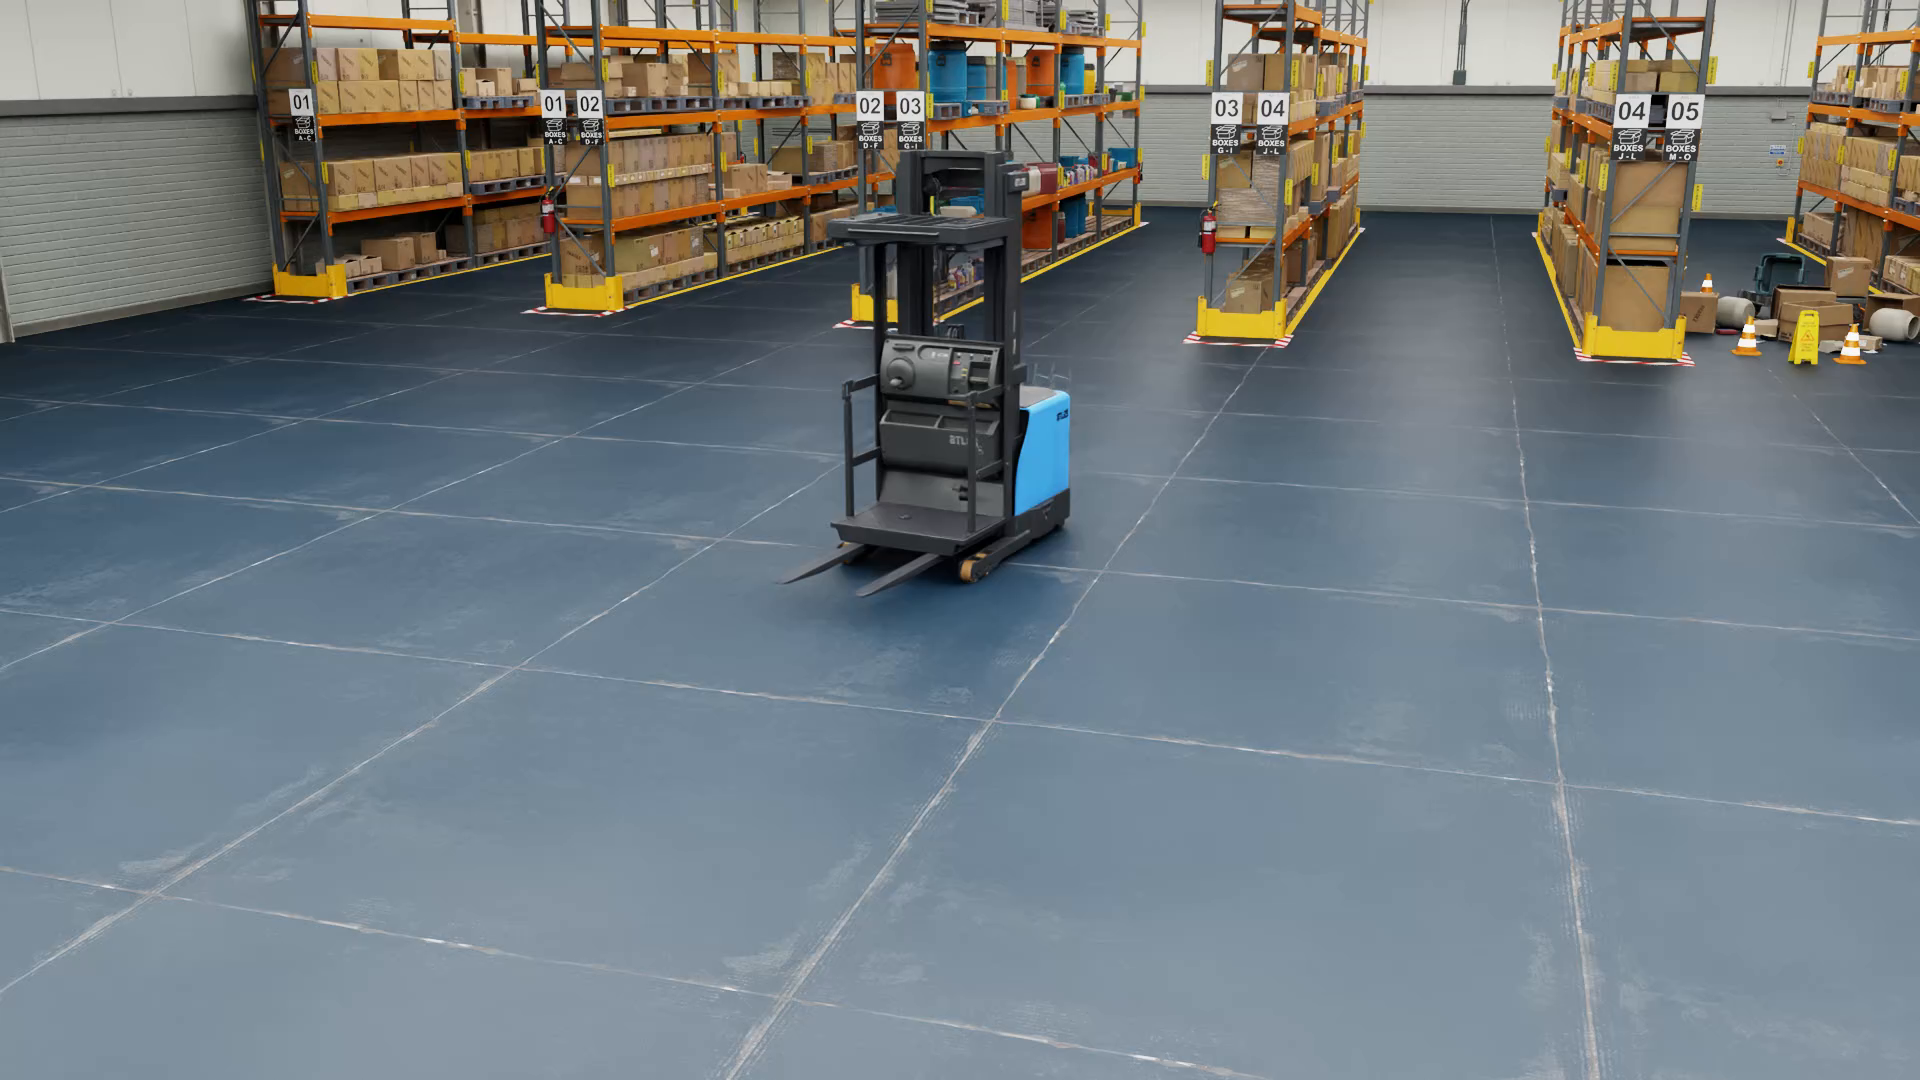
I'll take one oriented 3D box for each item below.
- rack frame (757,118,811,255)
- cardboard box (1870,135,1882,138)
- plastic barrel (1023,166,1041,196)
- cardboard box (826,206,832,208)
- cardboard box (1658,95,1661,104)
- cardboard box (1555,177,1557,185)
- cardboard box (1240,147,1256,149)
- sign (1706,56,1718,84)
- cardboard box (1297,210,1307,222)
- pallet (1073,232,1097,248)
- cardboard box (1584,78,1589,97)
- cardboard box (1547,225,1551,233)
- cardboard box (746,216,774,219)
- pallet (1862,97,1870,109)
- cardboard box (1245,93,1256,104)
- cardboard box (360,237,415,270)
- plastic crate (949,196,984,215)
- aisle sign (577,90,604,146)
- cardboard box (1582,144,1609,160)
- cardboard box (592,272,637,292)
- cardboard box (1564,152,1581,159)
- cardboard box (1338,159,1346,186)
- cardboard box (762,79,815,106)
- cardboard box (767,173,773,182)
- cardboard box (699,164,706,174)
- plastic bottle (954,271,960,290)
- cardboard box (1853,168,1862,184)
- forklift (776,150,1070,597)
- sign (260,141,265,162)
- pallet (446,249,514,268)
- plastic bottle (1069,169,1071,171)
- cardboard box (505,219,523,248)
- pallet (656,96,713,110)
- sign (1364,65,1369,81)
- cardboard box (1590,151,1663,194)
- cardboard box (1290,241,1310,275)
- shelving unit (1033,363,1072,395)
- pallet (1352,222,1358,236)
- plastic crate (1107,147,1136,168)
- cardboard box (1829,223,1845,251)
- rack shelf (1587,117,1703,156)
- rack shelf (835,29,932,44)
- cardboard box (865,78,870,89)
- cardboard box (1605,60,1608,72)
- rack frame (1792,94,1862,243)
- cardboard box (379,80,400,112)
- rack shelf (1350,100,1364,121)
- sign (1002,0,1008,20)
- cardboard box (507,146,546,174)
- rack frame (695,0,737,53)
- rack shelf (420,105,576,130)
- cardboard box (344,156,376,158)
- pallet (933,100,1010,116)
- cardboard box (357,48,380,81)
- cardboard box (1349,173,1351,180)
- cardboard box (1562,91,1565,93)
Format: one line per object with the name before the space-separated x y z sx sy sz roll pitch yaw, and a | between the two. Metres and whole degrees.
rack frame | -3.420 -7.073 32.269 1.000 3.000 0.127 5 16 16
cardboard box | 17.083 -7.217 30.760 0.500 0.500 0.500 5 17 16
plastic barrel | 1.241 -6.456 29.889 0.421 0.512 0.421 0 16 0
cardboard box | -2.944 -6.750 34.906 0.500 0.500 0.500 5 17 17
cardboard box | 9.222 -5.701 21.443 0.380 0.149 0.250 5 16 16
cardboard box | 10.723 -6.336 29.361 0.380 0.149 0.250 4 16 15
cardboard box | 3.860 -5.177 23.025 0.500 0.500 0.500 5 16 16
sign | 9.061 -5.657 20.032 0.100 0.325 0.005 5 16 16
cardboard box | 4.988 -4.858 24.920 0.380 0.149 0.250 5 16 16
pallet | 2.206 -6.194 34.281 1.003 0.211 1.213 5 16 16
cardboard box | 10.099 -7.105 26.097 0.500 0.311 0.500 4 16 15
cardboard box | 11.850 -6.163 32.971 0.380 0.149 0.250 4 16 14
cardboard box | -3.850 -6.108 32.108 0.500 0.311 0.500 5 17 18
pallet | 16.502 -7.689 29.295 0.805 0.209 1.217 4 16 14
cardboard box | 3.770 -5.929 22.285 0.380 0.149 0.250 4 16 14
cardboard box | -9.742 -4.884 28.324 0.700 0.500 0.500 4 16 12
plastic crate | 0.137 -5.259 26.147 0.499 0.251 0.616 5 16 16
aisle sign | -5.418 -6.190 24.391 0.394 0.787 0.004 5 16 16
cardboard box | 10.524 -6.173 27.080 0.700 0.500 0.500 4 16 15
cardboard box | -5.327 -3.982 25.642 0.500 0.250 0.500 5 16 16
cardboard box | 11.807 -7.279 32.267 0.500 0.500 0.500 5 16 16
cardboard box | 7.196 -7.126 32.273 0.500 0.500 0.500 5 17 18
cardboard box | -3.328 -8.681 32.258 0.910 0.500 0.500 5 16 16
cardboard box | -3.860 -6.811 31.509 0.500 0.311 0.500 4 16 15
cardboard box | -4.500 -6.234 27.941 0.380 0.149 0.250 4 16 15
plastic bottle | -0.049 -4.008 25.634 0.061 0.283 0.133 5 17 17
cardboard box | 16.030 -6.388 29.214 0.500 0.250 0.500 5 17 17
forklift | -0.242 -1.242 11.838 1.130 2.935 3.031 8 18 26
sign | -10.970 -6.121 26.210 0.100 0.325 0.005 5 16 16
pallet | -9.087 -5.272 31.030 1.003 0.211 1.213 5 16 16
plastic bottle | 2.187 -7.226 33.043 0.097 0.271 0.097 0 16 0
cardboard box | -8.831 -5.882 31.845 0.700 0.500 0.500 5 17 17
pallet | -4.774 -7.202 27.389 1.003 0.211 1.213 5 16 16
sign | 8.867 -10.182 36.256 0.100 0.325 0.005 5 16 16
cardboard box | 9.199 -5.061 22.920 0.875 0.550 0.550 5 16 16
cardboard box | 5.448 -4.695 27.660 0.700 0.500 0.500 3 16 11
shelving unit | 0.692 -0.815 13.476 0.189 1.200 0.258 -2 15 -33
pallet | 8.198 -6.840 36.558 1.003 0.211 1.213 5 16 16
plastic crate | 3.686 -8.725 37.918 0.616 0.435 0.499 5 16 16
cardboard box | 16.997 -5.707 31.380 0.875 0.438 0.875 4 16 15
rack shelf | 9.099 -5.420 22.263 1.077 0.370 4.000 5 16 16
rack shelf | -1.715 -11.181 37.084 1.077 0.370 4.000 5 16 16
cardboard box | -1.907 -9.839 35.882 0.500 0.250 0.500 5 16 16
cardboard box | 8.663 -6.203 21.750 0.380 0.149 0.250 4 16 15
rack frame | 17.852 -7.628 34.227 1.000 3.000 0.127 5 16 16
cardboard box | -9.646 -7.348 27.521 0.500 0.500 0.500 6 17 19
rack shelf | 7.782 -8.971 34.781 1.077 0.370 4.000 5 16 16
sign | 0.716 -8.382 26.271 0.100 0.325 0.005 5 16 16
cardboard box | -8.427 -7.444 32.587 0.700 0.500 0.500 3 16 11
rack frame | -5.897 -12.435 40.181 1.000 3.000 0.127 5 16 16
rack shelf | -8.739 -8.030 31.464 1.077 0.370 4.000 5 16 16
cardboard box | -10.075 -6.200 28.053 0.500 0.500 0.500 5 17 17
pallet | 0.080 -6.797 26.146 1.213 0.211 1.003 5 16 16
cardboard box | -9.775 -7.689 26.892 0.500 0.500 0.500 5 17 17
cardboard box | 7.766 -7.419 33.949 0.380 0.149 0.250 5 17 18
cardboard box | 11.828 -8.691 31.836 0.500 0.250 0.500 4 16 13
